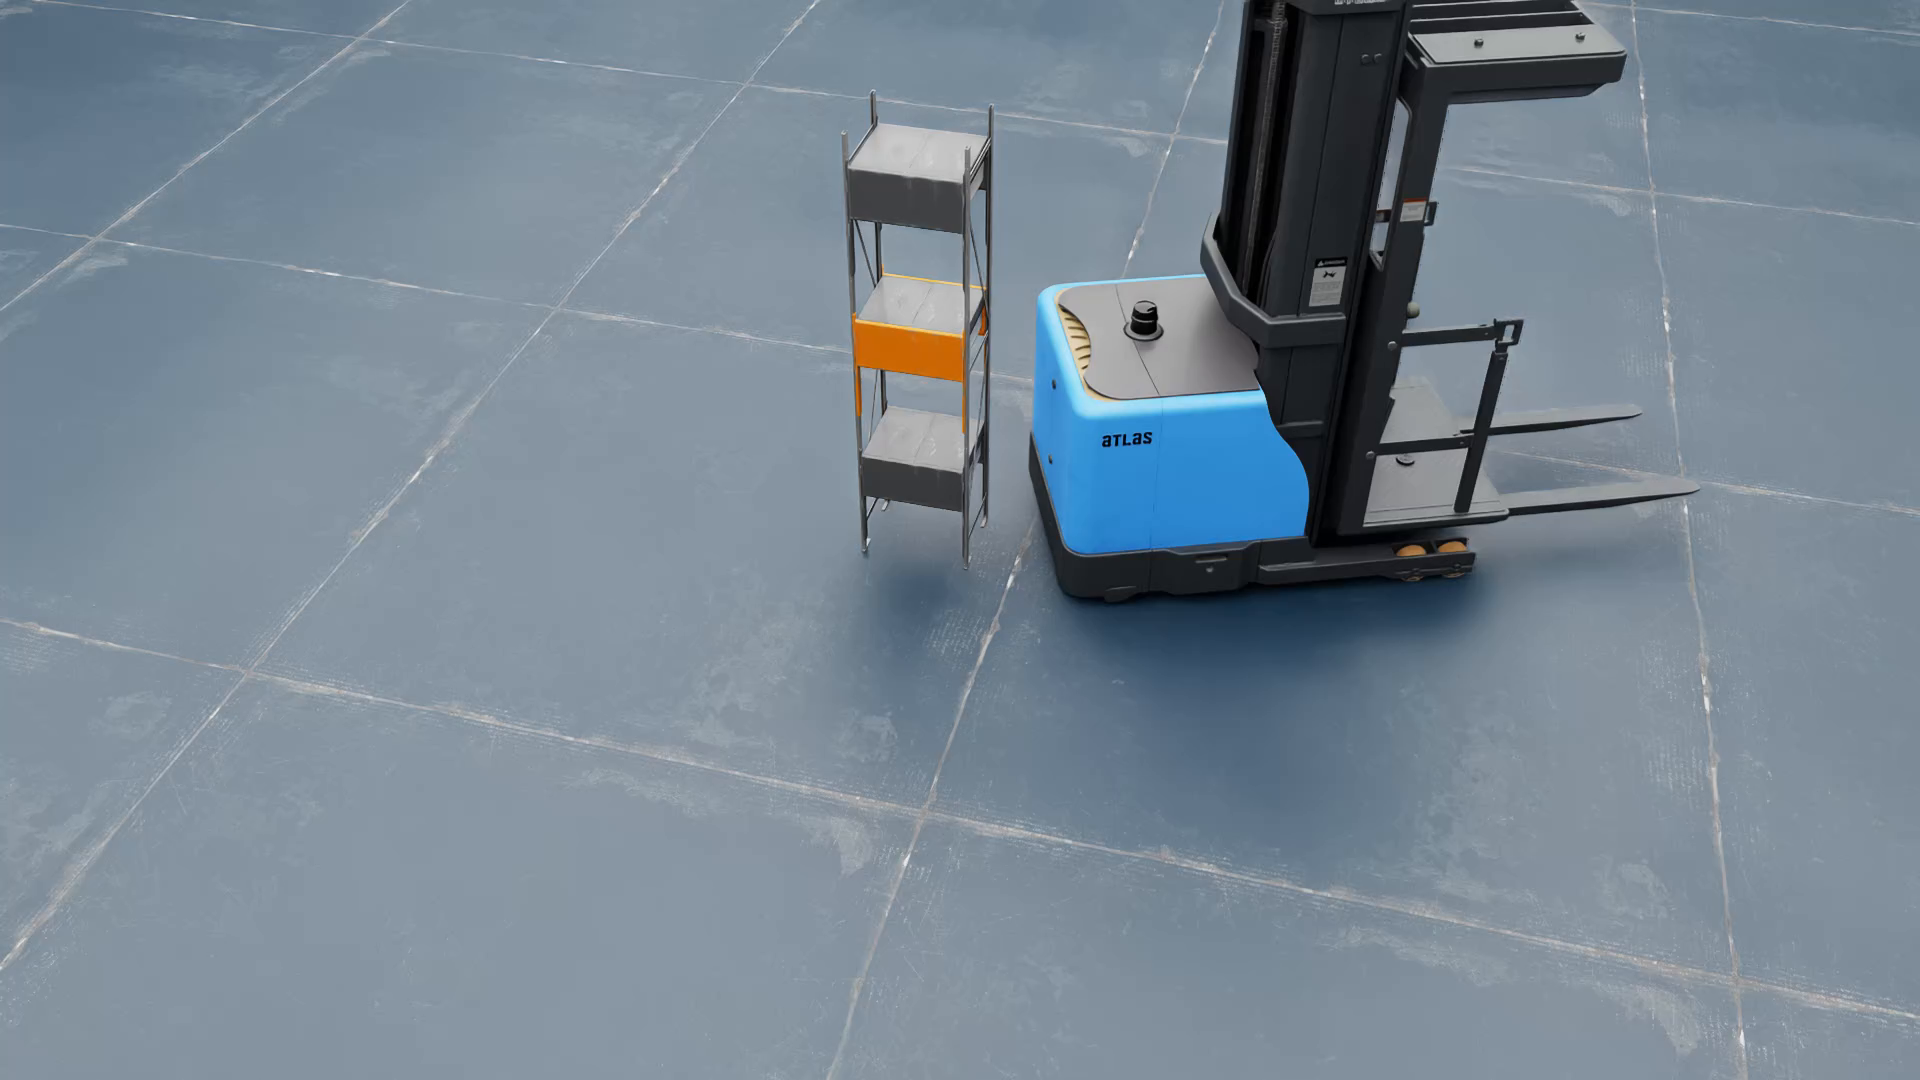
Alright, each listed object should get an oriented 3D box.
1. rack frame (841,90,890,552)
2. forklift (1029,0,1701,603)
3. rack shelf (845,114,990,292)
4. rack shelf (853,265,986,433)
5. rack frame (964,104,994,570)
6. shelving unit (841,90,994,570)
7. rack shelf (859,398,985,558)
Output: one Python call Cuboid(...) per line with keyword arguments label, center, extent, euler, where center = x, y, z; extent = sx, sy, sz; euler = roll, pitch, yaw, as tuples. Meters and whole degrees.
Cuboid(label="rack frame", center=(-0.396, -0.872, 7.180), extent=(0.015, 2.100, 0.400), euler=(10, 41, 11))
Cuboid(label="forklift", center=(1.892, -1.268, 7.006), extent=(3.031, 2.935, 1.130), euler=(-5, 40, -6))
Cuboid(label="rack shelf", center=(-0.160, -1.357, 6.691), extent=(0.480, 0.518, 0.431), euler=(10, 41, 11))
Cuboid(label="rack shelf", center=(-0.160, -0.821, 7.141), extent=(0.480, 0.518, 0.431), euler=(10, 41, 11))
Cuboid(label="rack frame", center=(0.076, -0.791, 7.084), extent=(0.015, 2.100, 0.400), euler=(10, 41, 11))
Cuboid(label="shelving unit", center=(-0.160, -0.832, 7.132), extent=(0.503, 2.100, 0.431), euler=(10, 41, 11))
Cuboid(label="rack shelf", center=(-0.160, -0.285, 7.591), extent=(0.480, 0.518, 0.431), euler=(10, 41, 11))
